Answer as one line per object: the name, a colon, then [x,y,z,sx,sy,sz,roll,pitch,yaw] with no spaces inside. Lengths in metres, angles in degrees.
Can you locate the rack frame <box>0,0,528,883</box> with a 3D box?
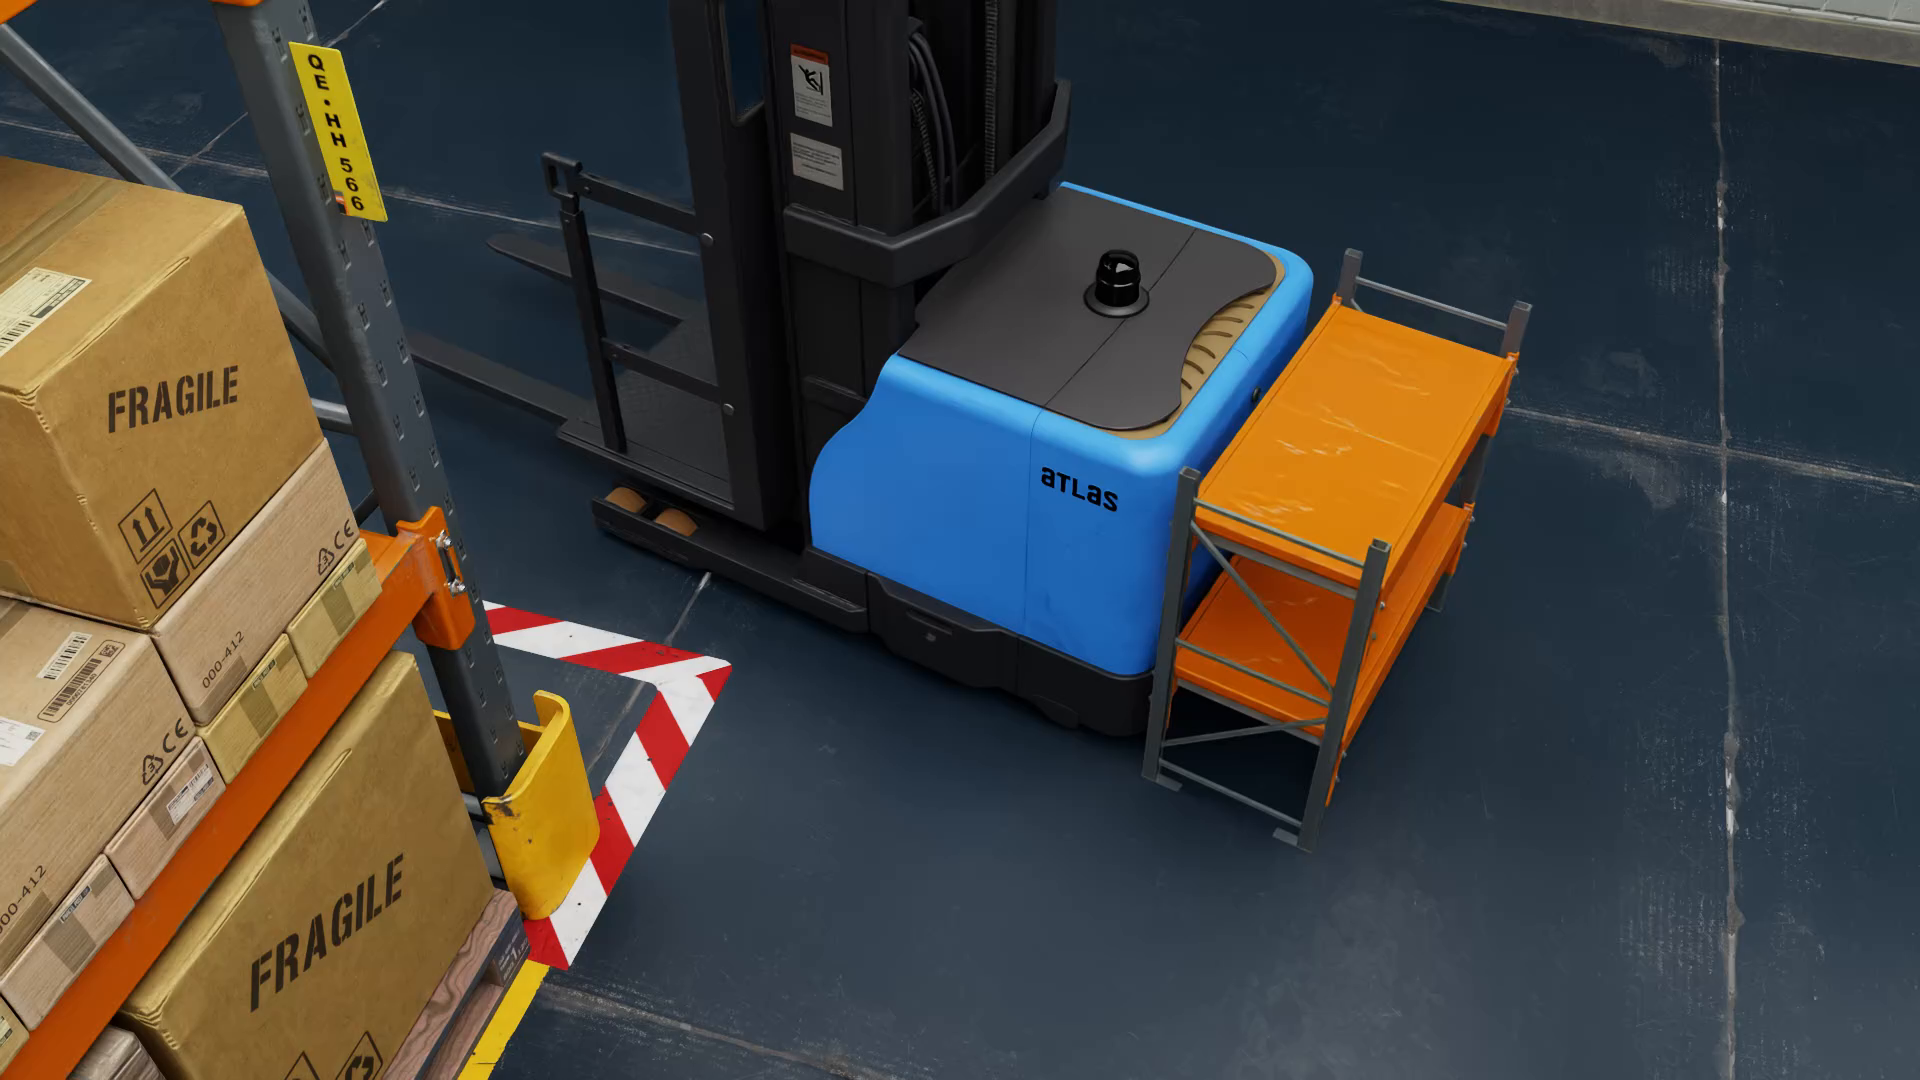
rack frame: [-1.562,-0.309,3.421,1.000,3.000,0.127,13,46,13]

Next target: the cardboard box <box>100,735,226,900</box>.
cardboard box: [-1.511,0.429,2.846,0.380,0.149,0.250,13,46,13]

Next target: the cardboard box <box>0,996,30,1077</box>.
cardboard box: [-1.664,0.769,2.499,0.380,0.149,0.250,12,46,12]

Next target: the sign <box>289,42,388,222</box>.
sign: [-1.049,-0.683,2.806,0.100,0.325,0.005,13,46,13]

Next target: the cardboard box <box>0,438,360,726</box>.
cardboard box: [-1.456,0.018,2.982,0.500,0.250,0.500,12,46,12]

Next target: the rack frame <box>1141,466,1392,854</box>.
rack frame: [0.722,0.331,4.108,0.500,1.125,0.032,23,49,22]

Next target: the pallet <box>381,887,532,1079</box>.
pallet: [-1.730,1.237,3.835,1.003,0.211,1.213,13,46,13]

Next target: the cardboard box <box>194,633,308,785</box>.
cardboard box: [-1.433,0.262,3.018,0.380,0.149,0.250,13,46,13]

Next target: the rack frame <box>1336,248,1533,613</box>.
rack frame: [1.244,-0.280,4.731,0.500,1.125,0.032,23,49,22]

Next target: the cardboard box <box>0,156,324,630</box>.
cardboard box: [-1.459,-0.249,2.718,0.500,0.500,0.500,13,46,13]

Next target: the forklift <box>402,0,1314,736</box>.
forklift: [-0.559,-1.276,4.458,3.031,2.935,1.130,22,49,21]

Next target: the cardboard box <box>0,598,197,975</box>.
cardboard box: [-1.610,0.356,2.637,0.500,0.250,0.500,12,46,12]

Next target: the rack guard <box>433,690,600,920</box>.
rack guard: [-1.555,0.568,4.312,1.175,0.500,0.348,13,46,13]

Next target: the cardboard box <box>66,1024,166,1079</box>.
cardboard box: [-1.955,1.350,2.944,0.875,0.875,0.875,13,46,13]

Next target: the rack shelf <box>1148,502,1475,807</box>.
rack shelf: [0.983,0.200,4.591,0.538,0.278,1.000,23,49,22]

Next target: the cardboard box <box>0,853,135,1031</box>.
cardboard box: [-1.587,0.596,2.676,0.380,0.149,0.250,13,46,13]

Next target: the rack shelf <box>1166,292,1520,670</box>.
rack shelf: [0.983,-0.184,4.215,0.538,0.278,1.000,23,49,22]

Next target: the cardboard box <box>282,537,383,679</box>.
cardboard box: [-1.356,0.088,3.195,0.380,0.149,0.250,13,46,13]

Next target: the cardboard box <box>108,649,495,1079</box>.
cardboard box: [-1.680,0.744,3.564,0.875,0.875,0.875,13,46,13]

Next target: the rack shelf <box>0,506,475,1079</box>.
rack shelf: [-2.168,1.281,2.310,1.077,0.370,4.000,13,46,13]

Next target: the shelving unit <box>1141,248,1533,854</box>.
shelving unit: [0.983,0.026,4.420,0.538,1.125,1.048,23,49,22]
